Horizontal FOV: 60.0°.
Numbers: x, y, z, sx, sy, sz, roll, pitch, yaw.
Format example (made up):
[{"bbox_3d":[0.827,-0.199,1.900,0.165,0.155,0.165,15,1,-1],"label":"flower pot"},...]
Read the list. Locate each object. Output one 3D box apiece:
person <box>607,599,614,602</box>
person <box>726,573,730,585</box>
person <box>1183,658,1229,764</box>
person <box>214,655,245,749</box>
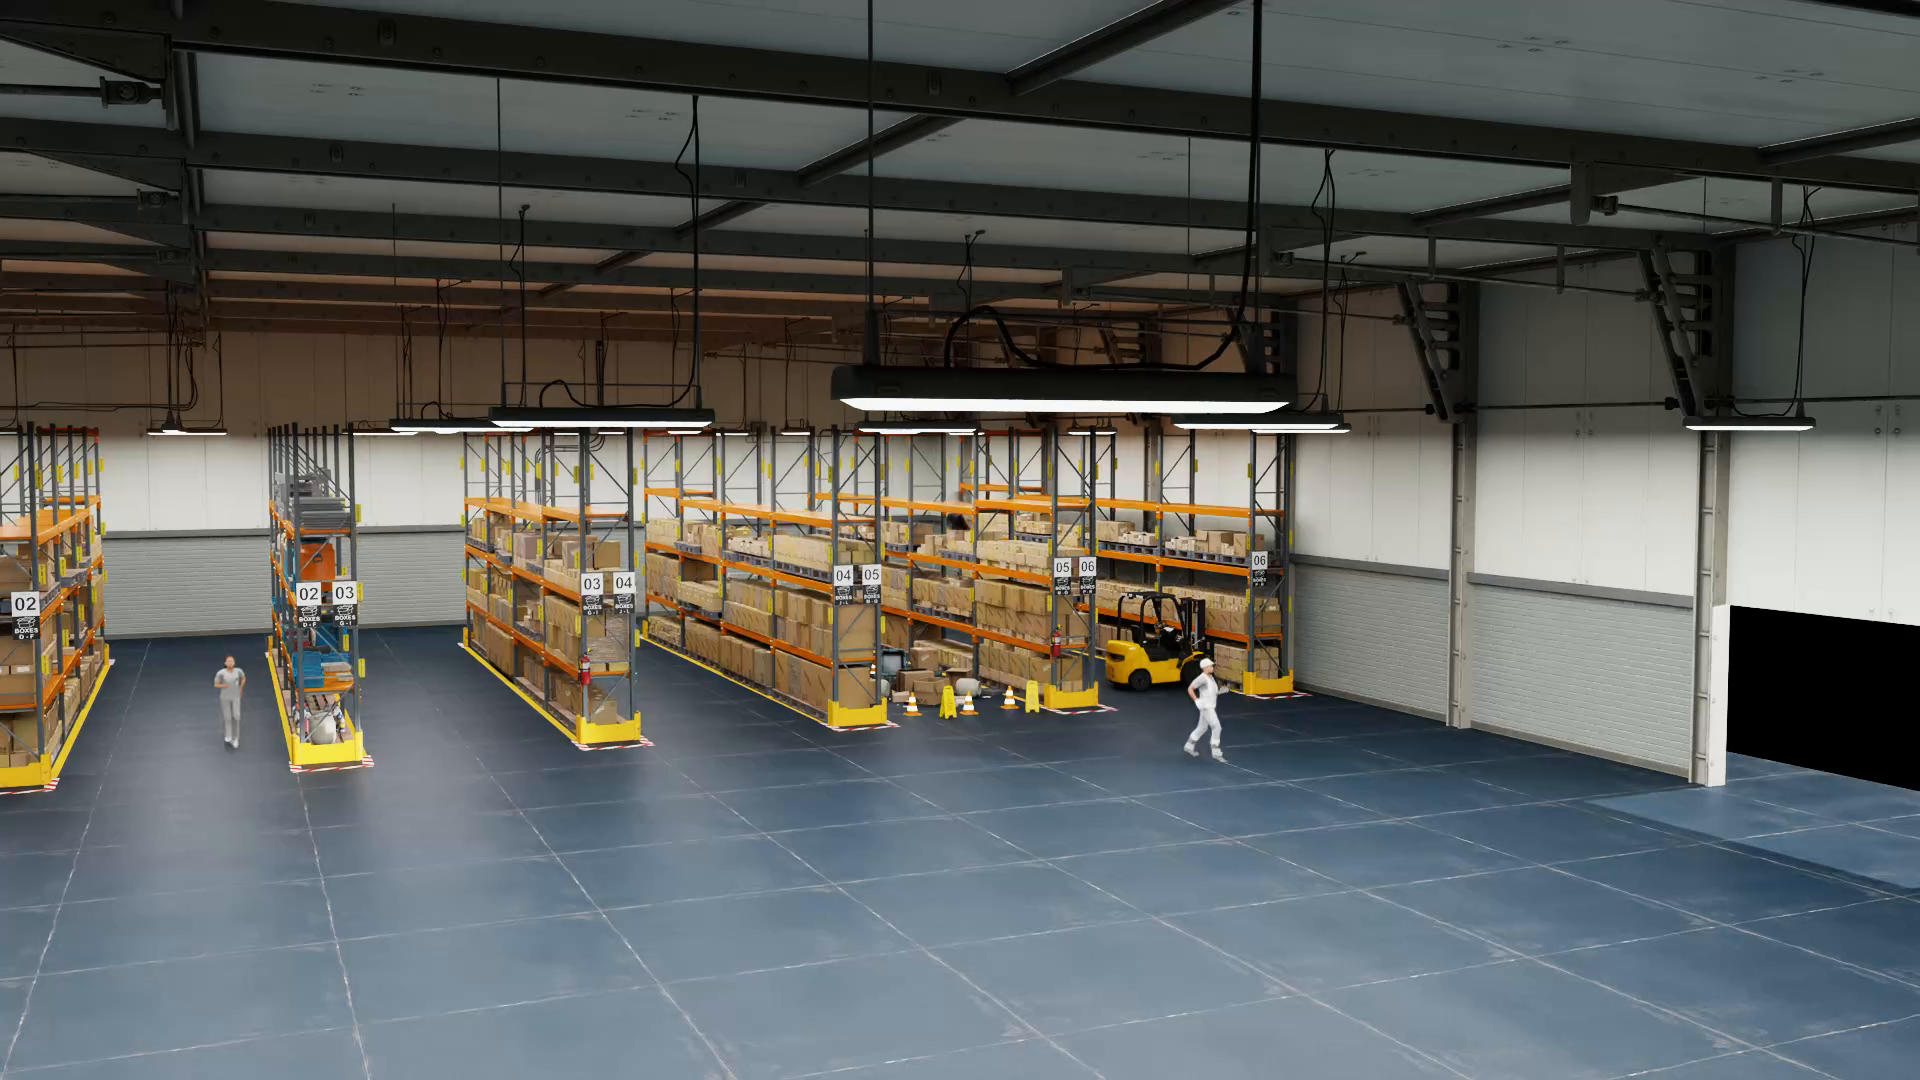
[{"bbox_3d":[-9.997,2.050,46.789,0.578,1.721,0.850,0,3,-1],"label":"person"},{"bbox_3d":[-6.918,1.812,50.093,0.818,1.681,0.683,-2,4,-34],"label":"person"},{"bbox_3d":[4.356,3.016,29.453,0.826,1.840,0.650,1,4,19],"label":"person"},{"bbox_3d":[-13.565,2.978,30.924,0.564,1.700,0.807,-2,4,-30],"label":"person"}]
